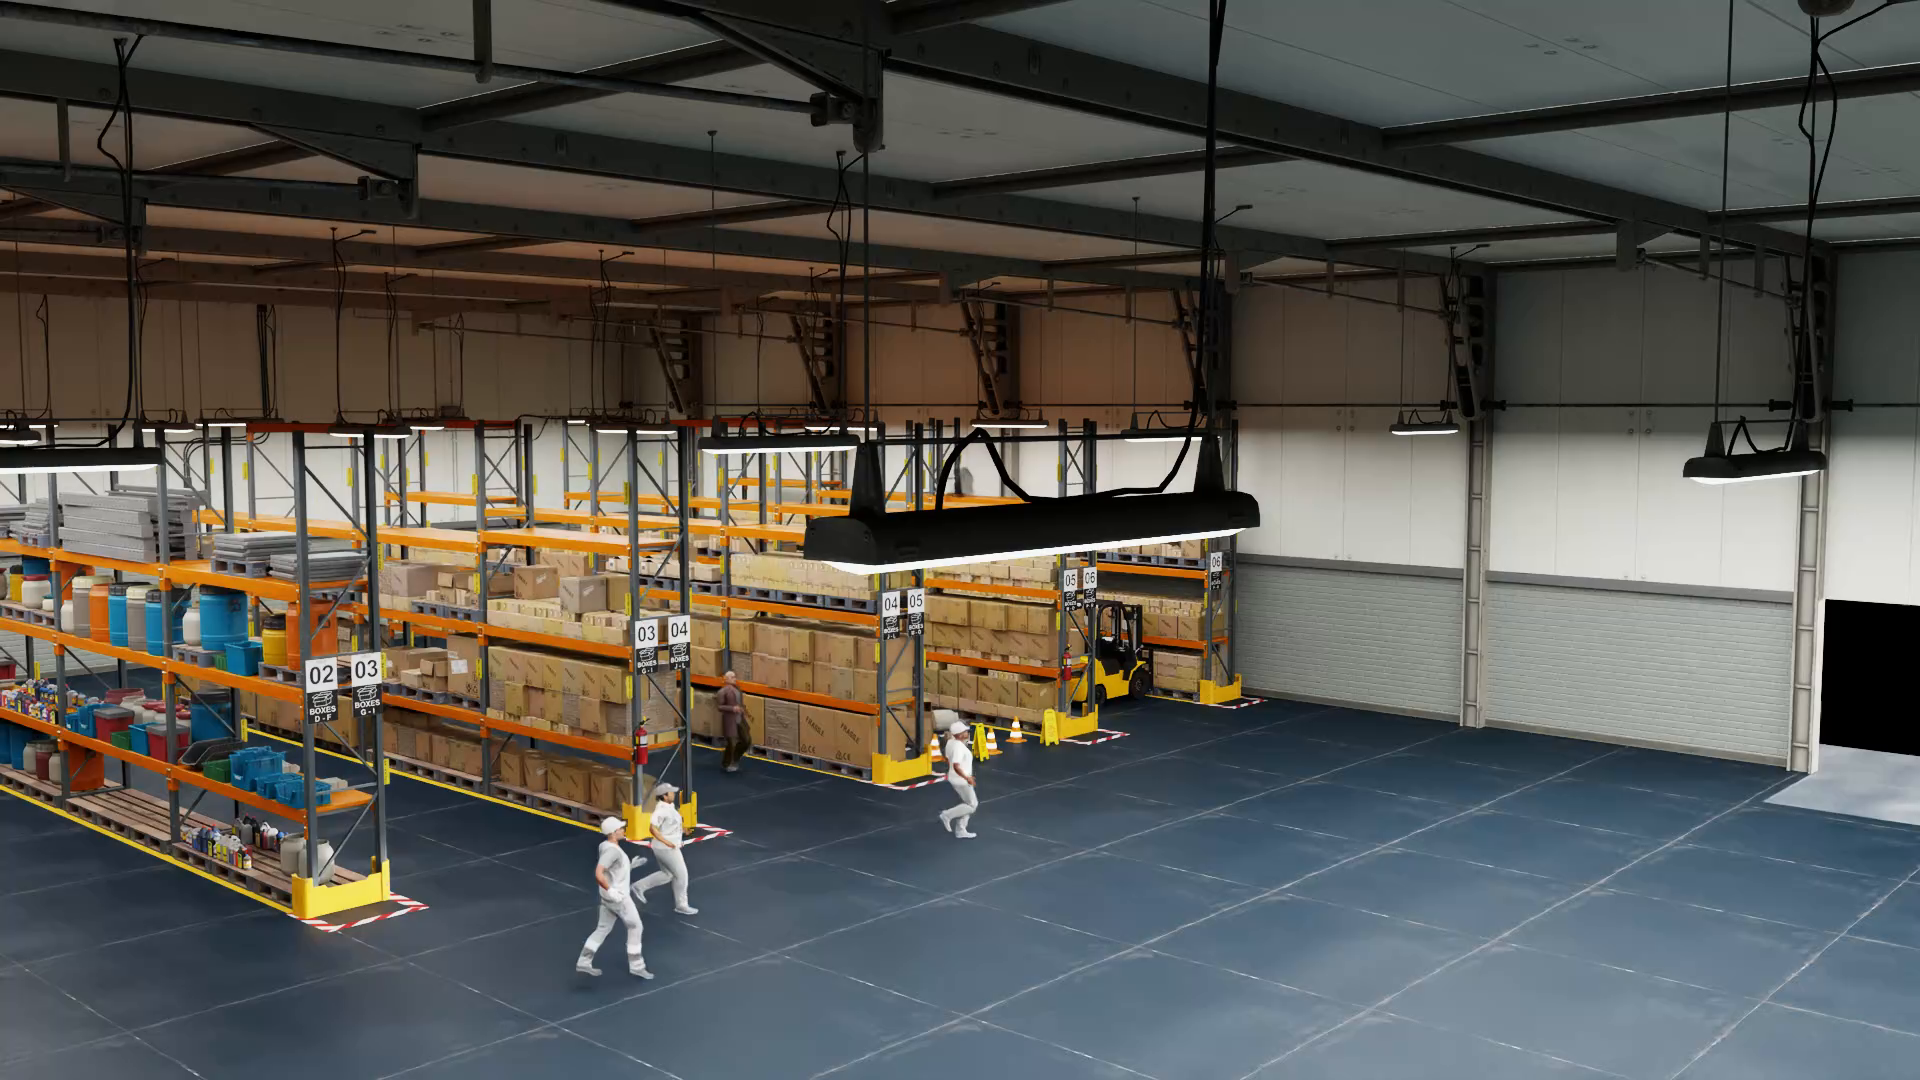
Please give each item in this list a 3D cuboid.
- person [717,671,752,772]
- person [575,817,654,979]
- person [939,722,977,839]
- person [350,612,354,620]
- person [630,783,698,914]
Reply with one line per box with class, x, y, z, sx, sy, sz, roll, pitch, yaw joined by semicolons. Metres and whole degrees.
person;-3.840;3.128;28.488;0.672;1.763;0.694;4;6;38
person;-3.787;3.937;18.182;0.836;1.838;0.652;-3;5;-28
person;-0.044;3.497;24.193;0.590;1.718;0.712;-1;5;-14
person;-13.638;2.449;37.212;0.689;1.675;0.605;-4;6;-37
person;-3.668;3.837;20.632;0.817;1.667;0.607;-1;5;-11
